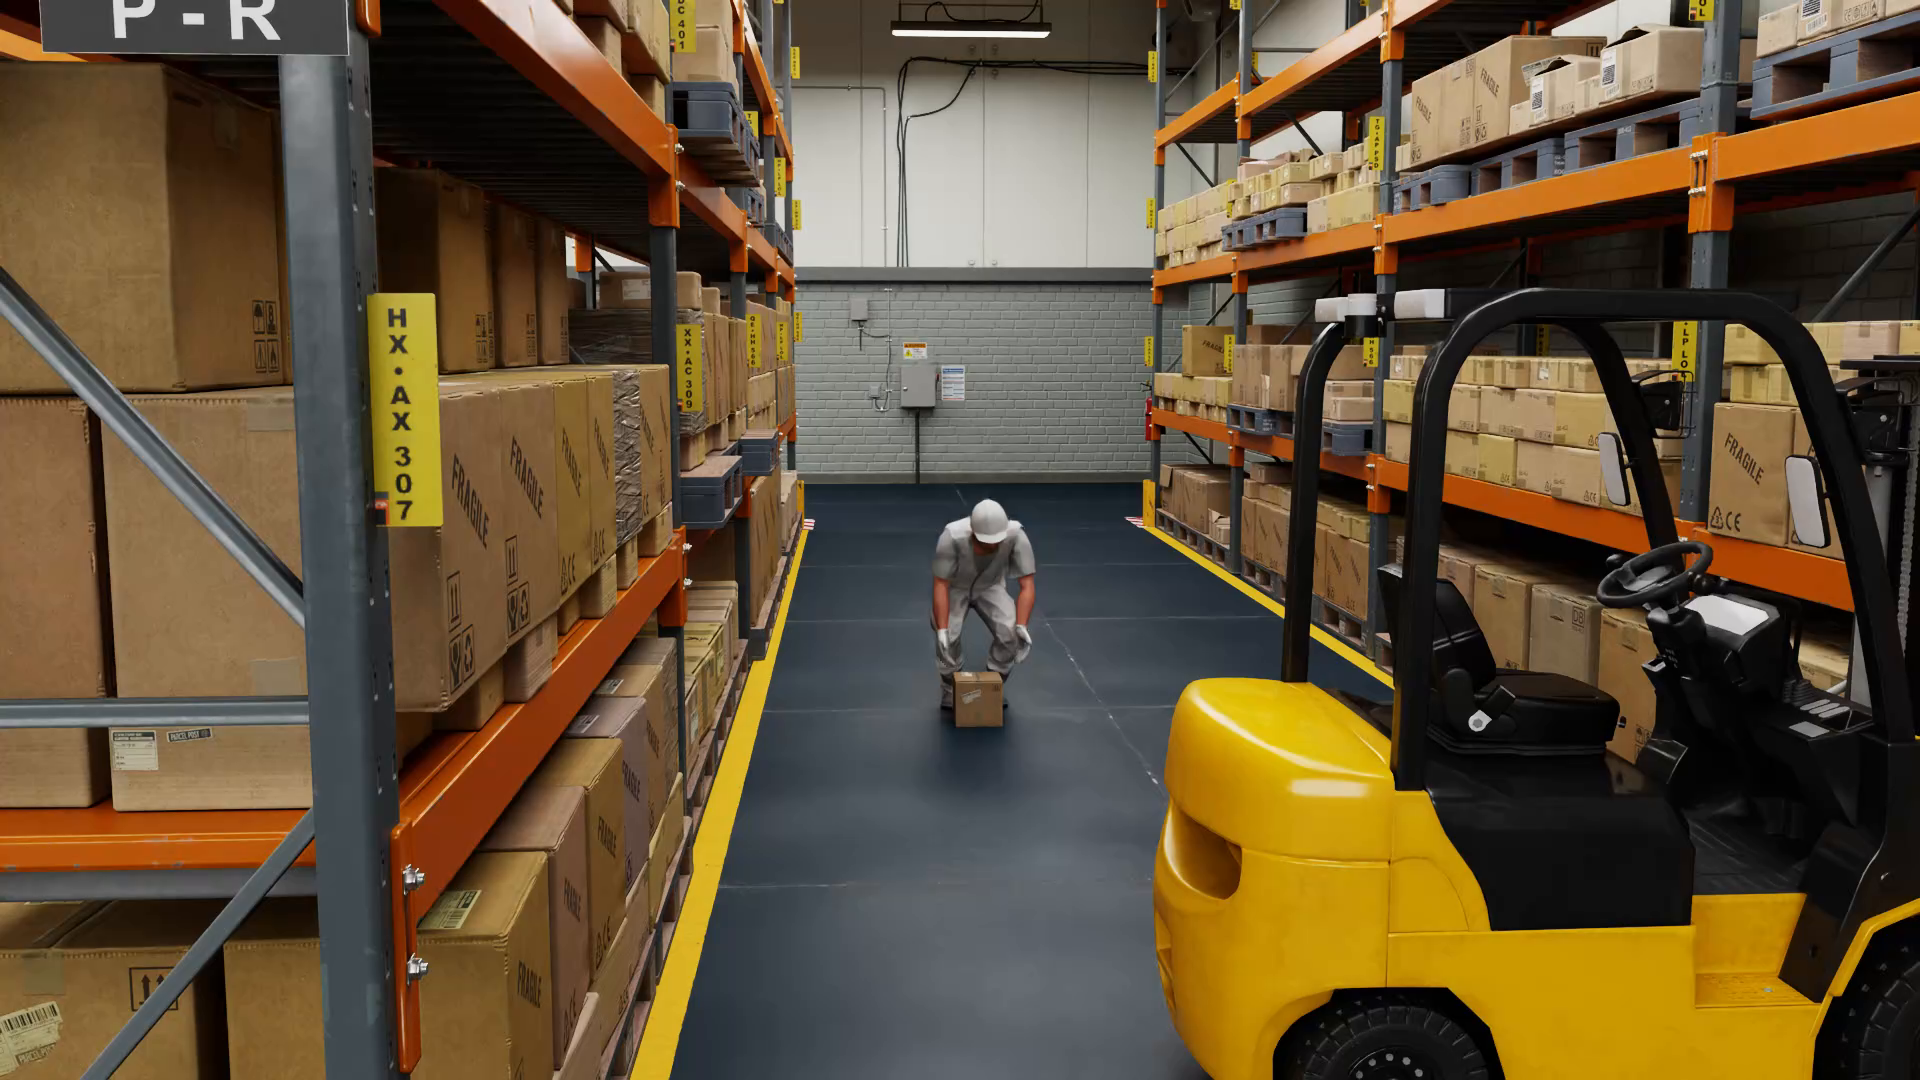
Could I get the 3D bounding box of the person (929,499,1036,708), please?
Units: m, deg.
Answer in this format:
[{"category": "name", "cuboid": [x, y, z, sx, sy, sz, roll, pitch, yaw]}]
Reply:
[{"category": "person", "cuboid": [0.122, 0.343, 9.246, 0.581, 1.201, 0.845, 0, 7, -4]}]
